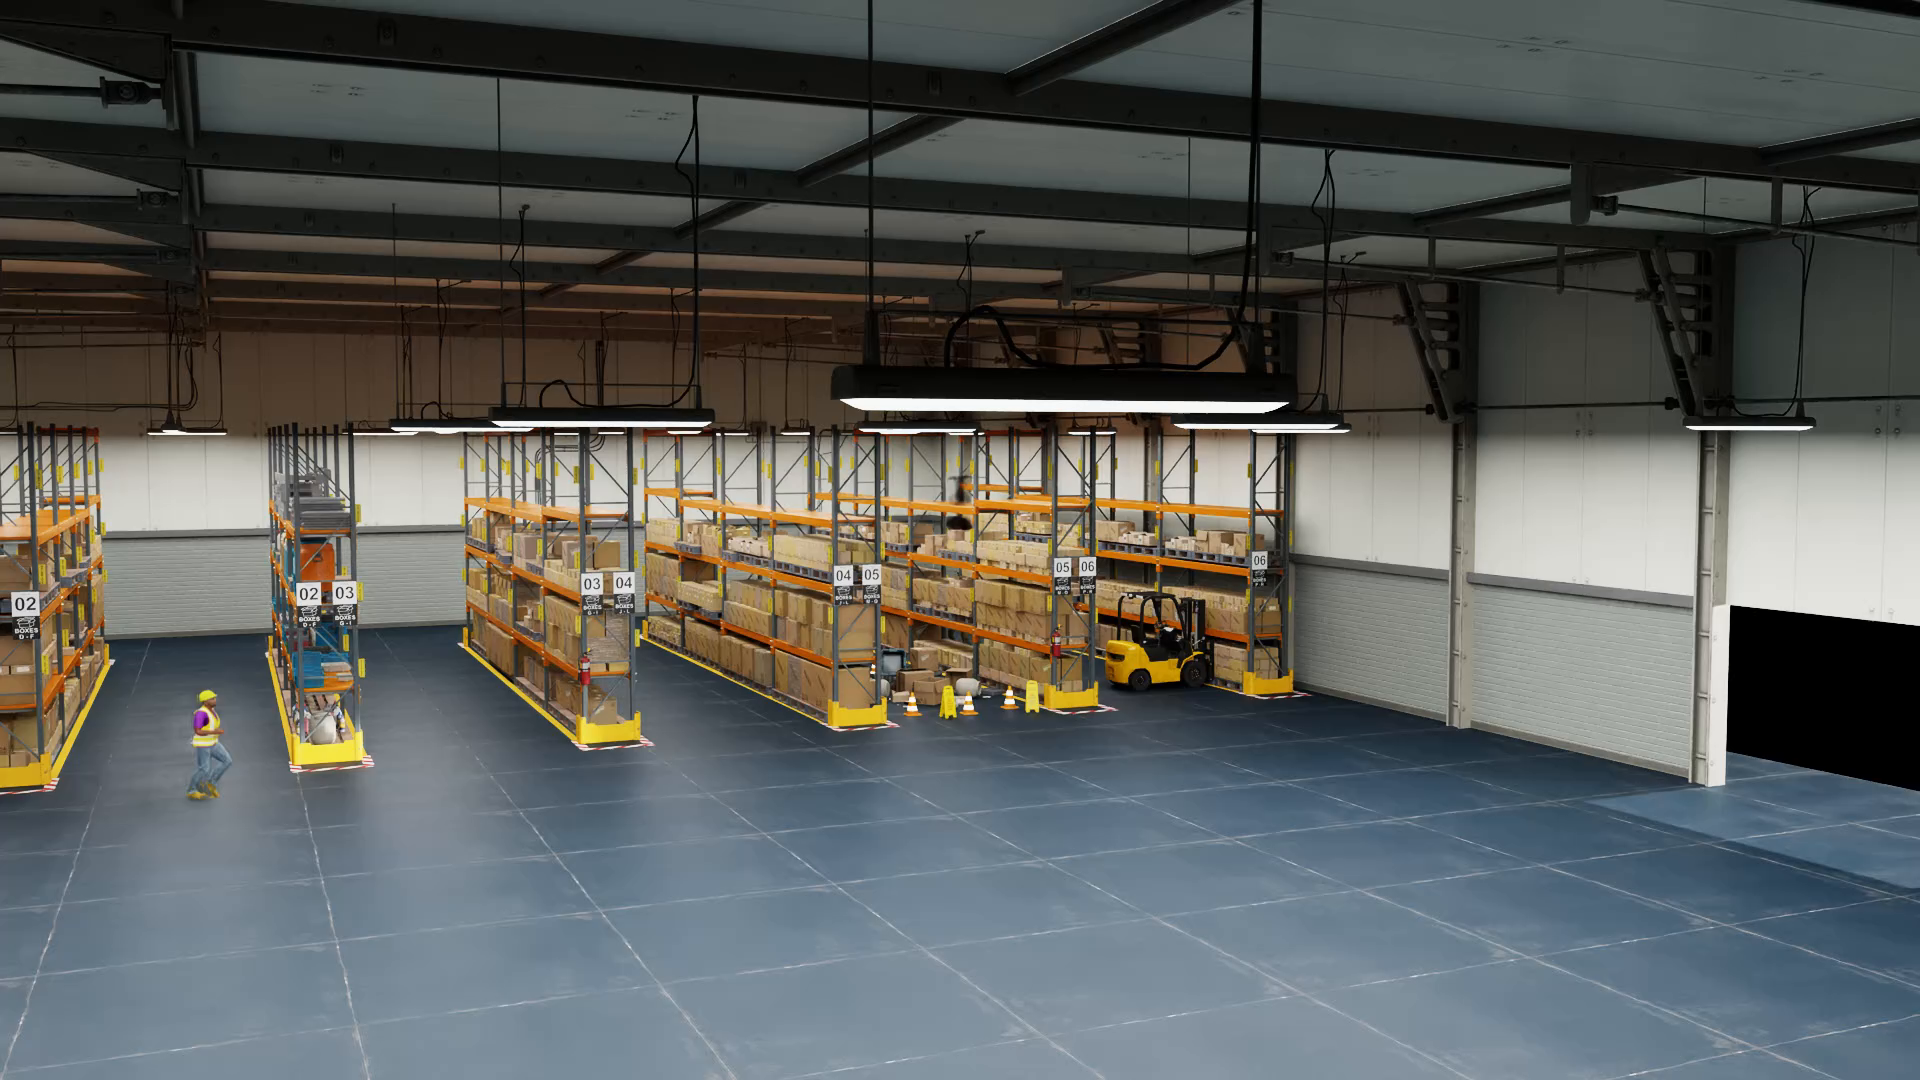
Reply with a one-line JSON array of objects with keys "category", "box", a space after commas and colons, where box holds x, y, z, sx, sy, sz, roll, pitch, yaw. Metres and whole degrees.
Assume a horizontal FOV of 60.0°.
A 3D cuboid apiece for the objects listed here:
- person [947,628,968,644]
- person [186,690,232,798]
[{"category": "person", "box": [-0.074, 2.072, 44.909, 0.680, 1.822, 0.976, -2, 4, -27]}, {"category": "person", "box": [-11.906, 3.241, 26.286, 0.724, 1.746, 0.684, 0, 3, 2]}]
